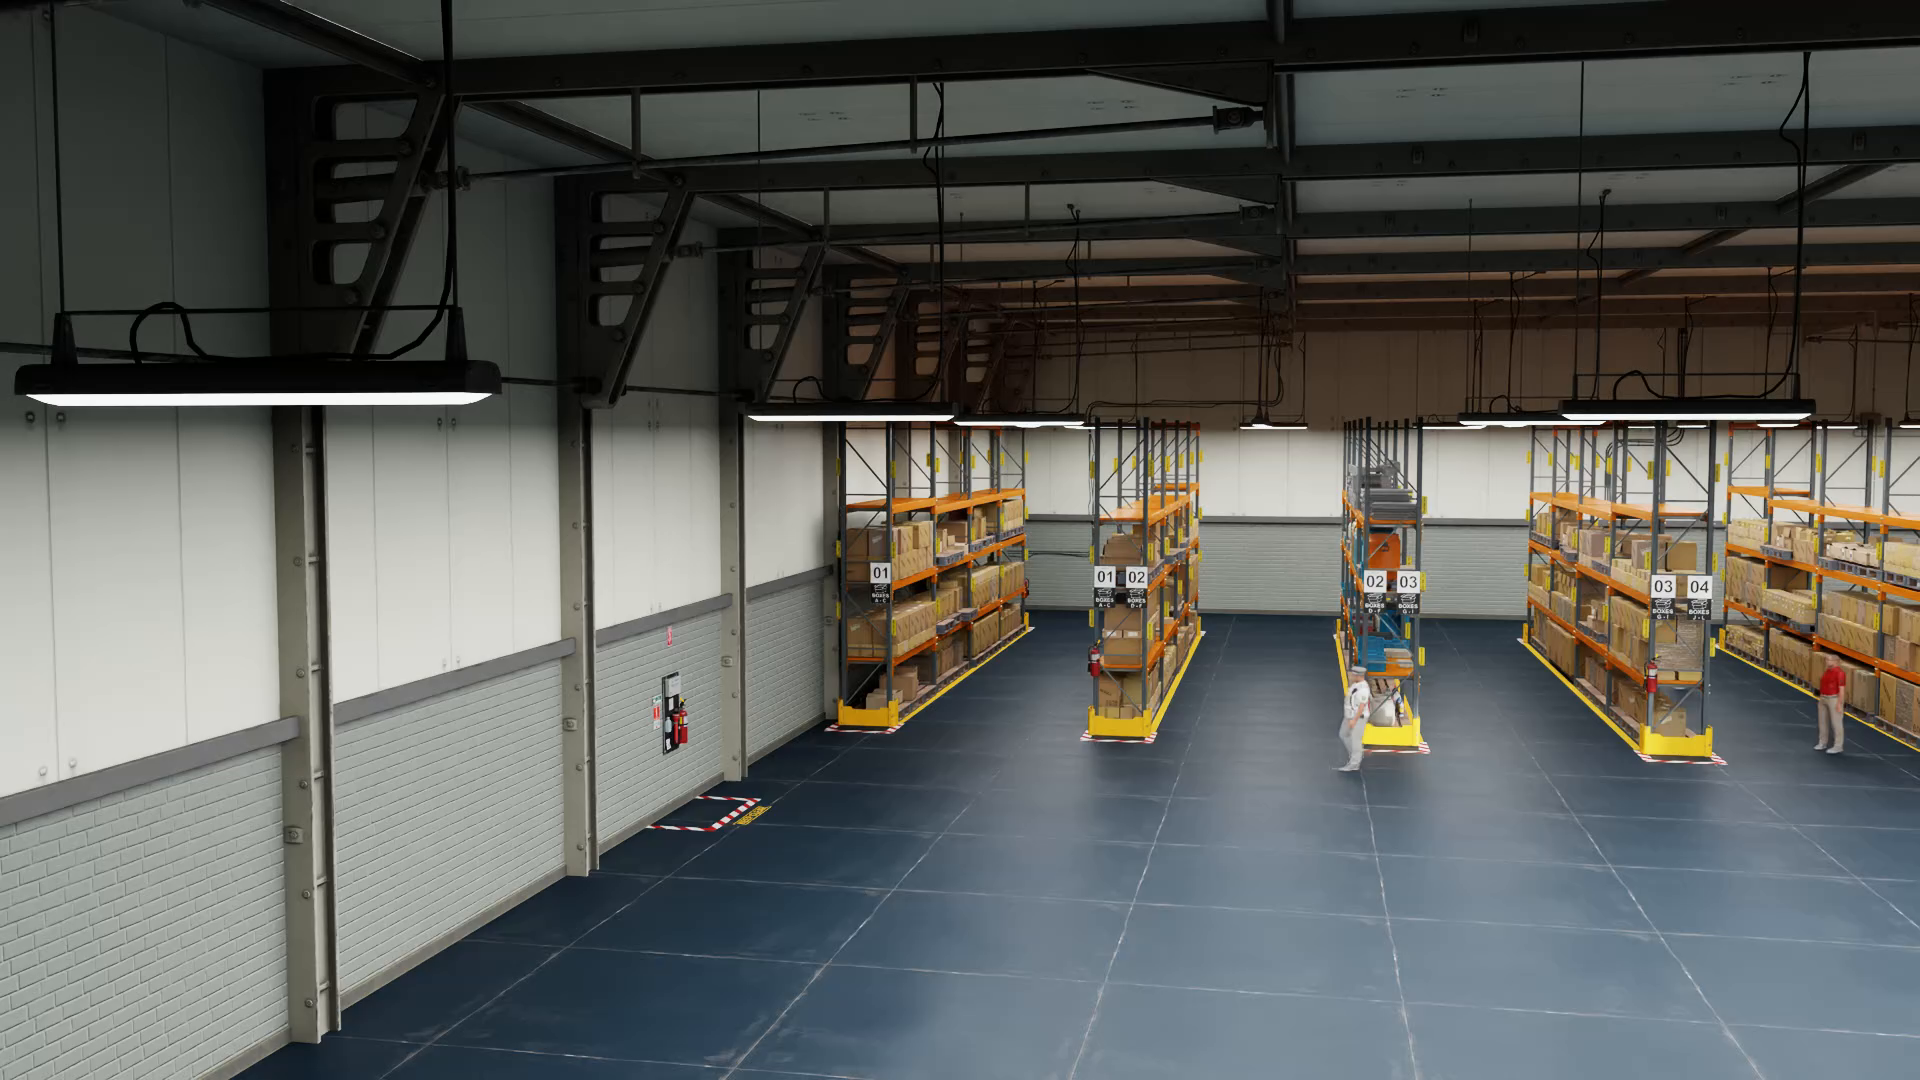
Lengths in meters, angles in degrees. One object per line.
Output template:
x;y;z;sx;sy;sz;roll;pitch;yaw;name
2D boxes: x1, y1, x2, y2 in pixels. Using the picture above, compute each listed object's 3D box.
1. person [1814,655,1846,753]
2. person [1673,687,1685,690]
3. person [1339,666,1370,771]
15.604;2.916;29.806;0.397;1.734;0.569;-1;4;-20;person
16.061;2.432;37.074;0.589;1.784;0.564;-1;4;-21;person
6.657;3.034;28.189;0.521;1.784;0.616;-1;4;-15;person
